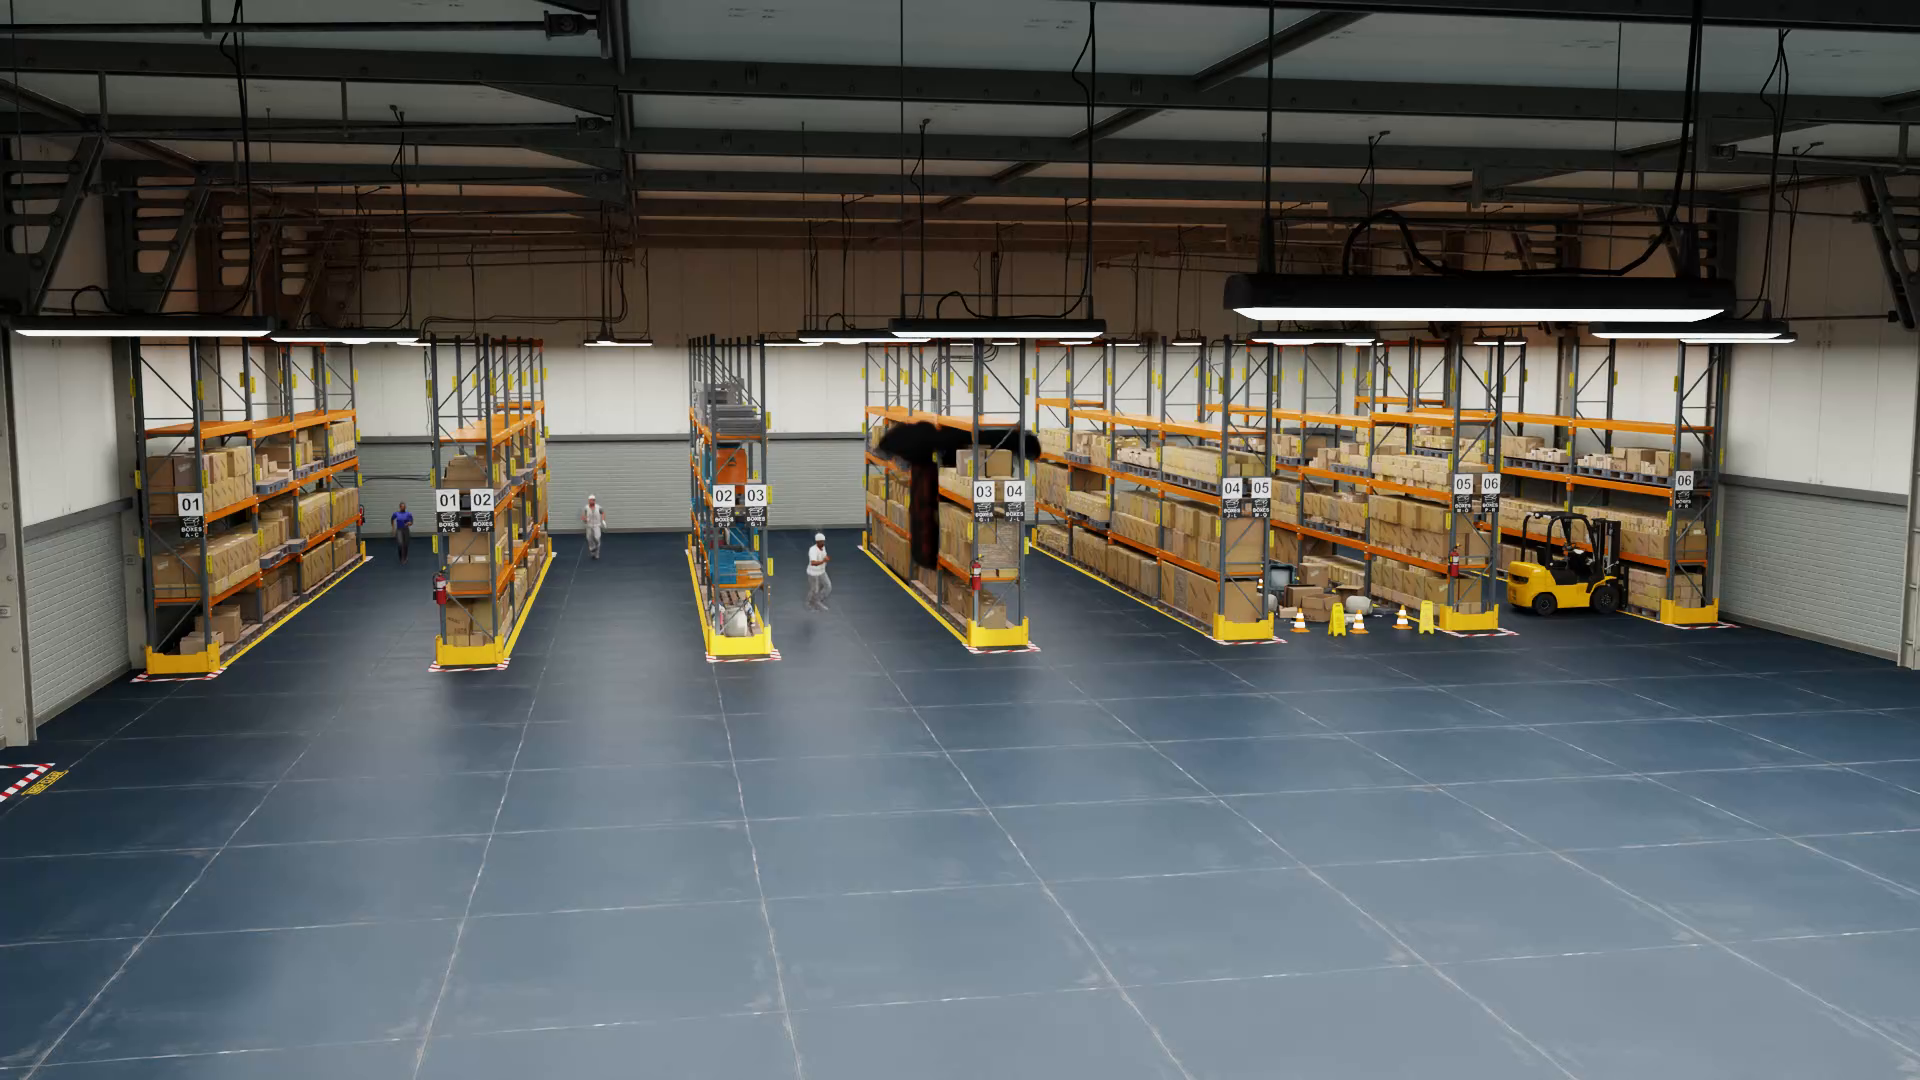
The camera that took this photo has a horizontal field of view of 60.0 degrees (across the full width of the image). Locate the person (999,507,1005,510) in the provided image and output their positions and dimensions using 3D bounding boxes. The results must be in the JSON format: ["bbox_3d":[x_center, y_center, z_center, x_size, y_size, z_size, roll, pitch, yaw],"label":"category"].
[{"bbox_3d":[1.196,-0.580,48.163,0.532,1.606,0.650,0,7,-3],"label":"person"}]

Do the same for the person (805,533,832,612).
[{"bbox_3d":[-3.006,0.709,35.028,0.858,1.723,0.654,5,8,35],"label":"person"}]

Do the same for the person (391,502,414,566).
[{"bbox_3d":[-14.809,-0.153,44.207,0.549,1.714,0.832,-3,7,-23],"label":"person"}]

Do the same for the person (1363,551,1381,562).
[{"bbox_3d":[10.535,0.081,42.256,0.560,1.638,0.951,-2,7,-16],"label":"person"}]

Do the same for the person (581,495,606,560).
[{"bbox_3d":[-9.962,-0.342,45.218,0.642,1.766,0.776,-1,7,-10],"label":"person"}]
